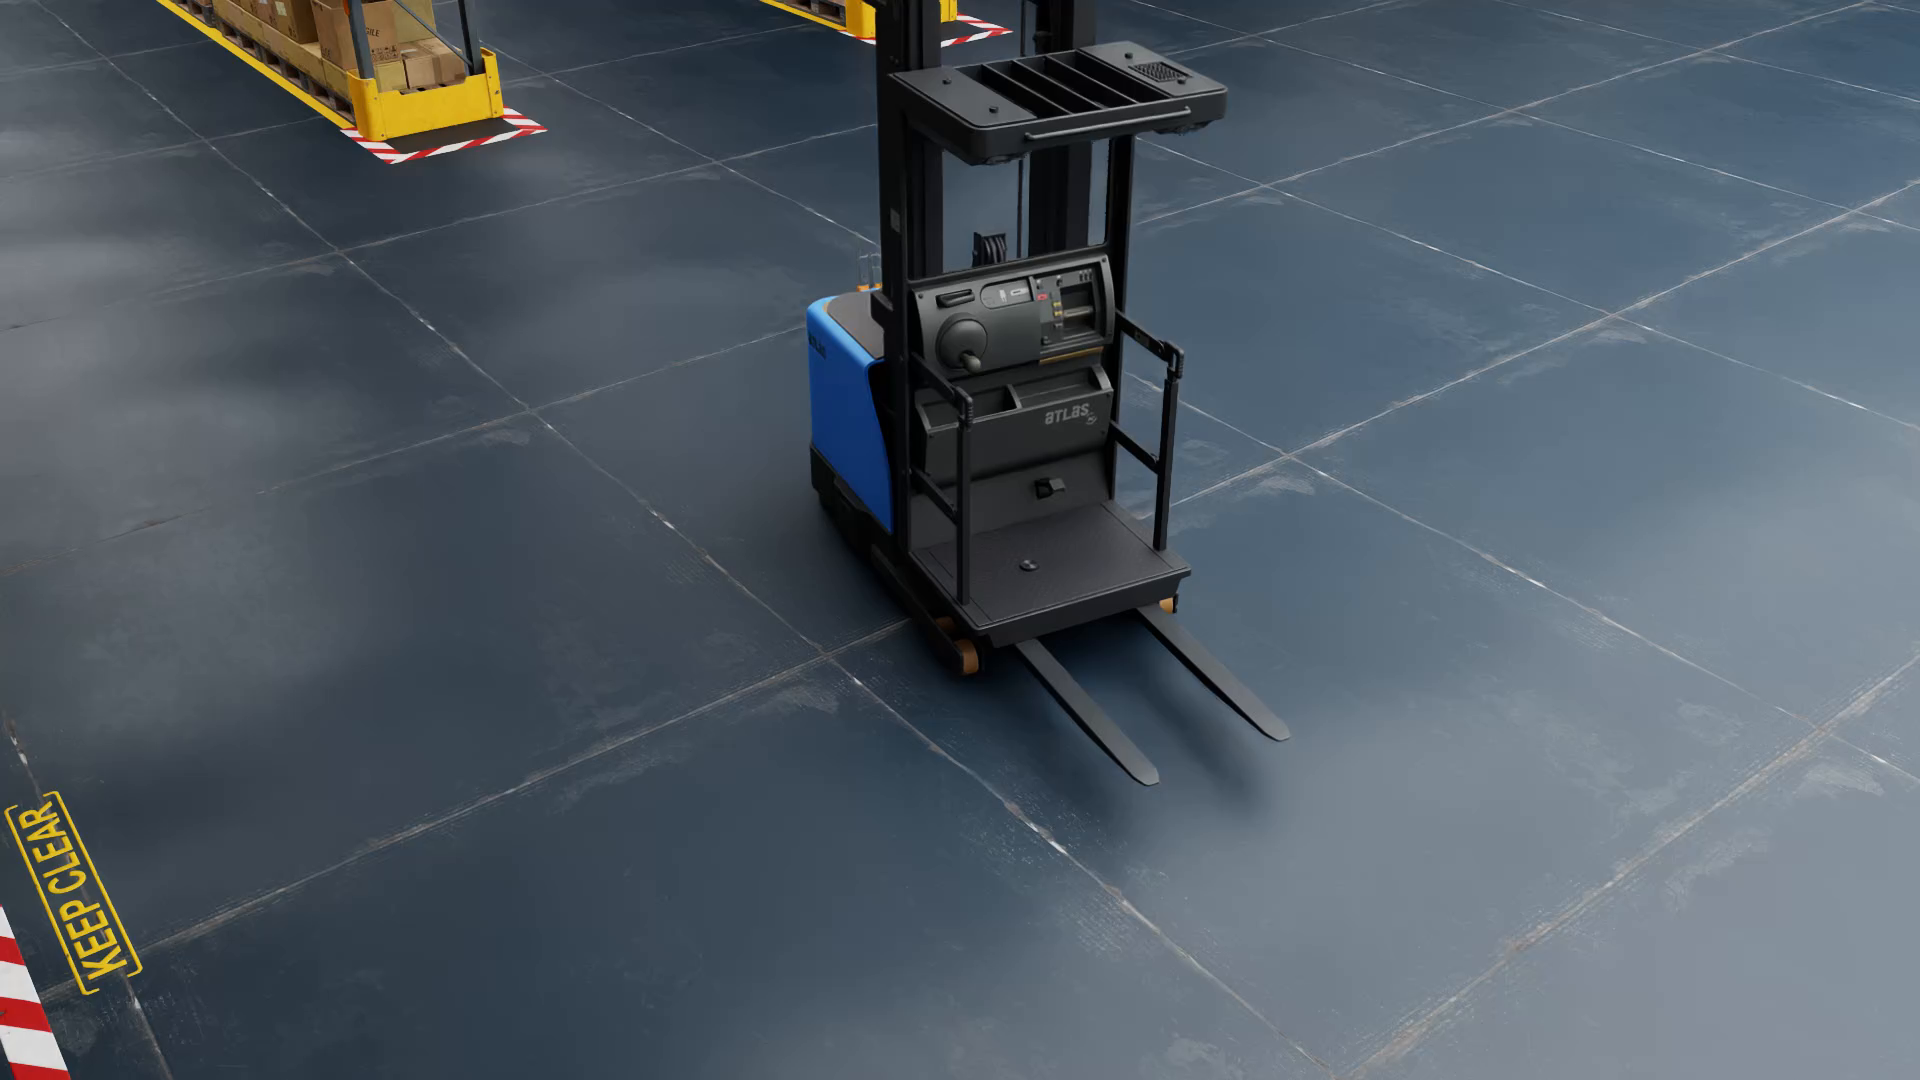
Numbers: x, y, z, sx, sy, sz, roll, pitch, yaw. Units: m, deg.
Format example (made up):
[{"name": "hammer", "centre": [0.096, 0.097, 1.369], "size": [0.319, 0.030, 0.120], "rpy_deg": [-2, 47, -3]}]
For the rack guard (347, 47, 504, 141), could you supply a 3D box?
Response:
[{"name": "rack guard", "centre": [-4.388, -3.679, 13.699], "size": [1.175, 0.500, 0.348], "rpy_deg": [-22, 38, -31]}]

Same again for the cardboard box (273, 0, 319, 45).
[{"name": "cardboard box", "centre": [-5.591, -4.619, 14.341], "size": [0.500, 0.500, 0.500], "rpy_deg": [-22, 38, -31]}]

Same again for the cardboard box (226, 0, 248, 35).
[{"name": "cardboard box", "centre": [-6.508, -4.926, 15.547], "size": [0.500, 0.250, 0.500], "rpy_deg": [-22, 38, -31]}]

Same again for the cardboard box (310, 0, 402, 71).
[{"name": "cardboard box", "centre": [-4.967, -4.207, 13.677], "size": [0.500, 0.500, 0.500], "rpy_deg": [-22, 38, -31]}]

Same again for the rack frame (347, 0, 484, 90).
[{"name": "rack frame", "centre": [-4.403, -4.750, 13.056], "size": [1.000, 3.000, 0.127], "rpy_deg": [-22, 38, -31]}]

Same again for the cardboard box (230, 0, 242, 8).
[{"name": "cardboard box", "centre": [-6.506, -5.246, 15.351], "size": [0.500, 0.500, 0.500], "rpy_deg": [-22, 38, -31]}]

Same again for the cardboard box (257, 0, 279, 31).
[{"name": "cardboard box", "centre": [-5.897, -4.827, 14.677], "size": [0.500, 0.500, 0.500], "rpy_deg": [-22, 38, -31]}]

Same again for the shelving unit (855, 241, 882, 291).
[{"name": "shelving unit", "centre": [-0.370, -0.970, 8.665], "size": [0.258, 1.200, 0.189], "rpy_deg": [-13, 31, -19]}]

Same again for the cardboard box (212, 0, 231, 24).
[{"name": "cardboard box", "centre": [-6.811, -5.136, 15.885], "size": [0.500, 0.250, 0.500], "rpy_deg": [-22, 38, -31]}]

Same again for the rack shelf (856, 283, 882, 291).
[{"name": "rack shelf", "centre": [-0.377, -1.246, 8.513], "size": [0.258, 0.103, 0.180], "rpy_deg": [-13, 31, -19]}]

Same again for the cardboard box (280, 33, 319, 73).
[{"name": "cardboard box", "centre": [-5.589, -4.301, 14.540], "size": [0.500, 0.250, 0.500], "rpy_deg": [-22, 38, -31]}]

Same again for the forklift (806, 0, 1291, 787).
[{"name": "forklift", "centre": [0.339, -0.914, 6.943], "size": [1.130, 2.935, 3.031], "rpy_deg": [-15, 35, -22]}]

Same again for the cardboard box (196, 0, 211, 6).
[{"name": "cardboard box", "centre": [-7.339, -5.507, 16.482], "size": [0.500, 0.250, 0.500], "rpy_deg": [-23, 38, -32]}]

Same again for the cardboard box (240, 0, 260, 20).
[{"name": "cardboard box", "centre": [-6.205, -5.035, 15.011], "size": [0.500, 0.500, 0.500], "rpy_deg": [-22, 38, -31]}]

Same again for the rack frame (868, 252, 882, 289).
[{"name": "rack frame", "centre": [-0.335, -0.929, 8.591], "size": [0.240, 1.200, 0.006], "rpy_deg": [-13, 31, -19]}]

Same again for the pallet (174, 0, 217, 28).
[{"name": "pallet", "centre": [-7.338, -5.527, 16.949], "size": [1.003, 0.211, 1.213], "rpy_deg": [-22, 38, -31]}]

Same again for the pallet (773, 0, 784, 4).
[{"name": "pallet", "centre": [-1.809, -6.032, 17.762], "size": [1.003, 0.211, 1.213], "rpy_deg": [-22, 38, -31]}]

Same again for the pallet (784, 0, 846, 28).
[{"name": "pallet", "centre": [-1.065, -5.524, 16.943], "size": [1.003, 0.211, 1.213], "rpy_deg": [-22, 38, -31]}]

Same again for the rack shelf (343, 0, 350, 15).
[{"name": "rack shelf", "centre": [-5.629, -5.278, 14.587], "size": [1.077, 0.370, 4.000], "rpy_deg": [-22, 38, -31]}]

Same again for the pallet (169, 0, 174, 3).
[{"name": "pallet", "centre": [-8.091, -6.036, 17.769], "size": [1.003, 0.211, 1.213], "rpy_deg": [-22, 38, -31]}]

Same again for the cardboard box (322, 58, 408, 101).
[{"name": "cardboard box", "centre": [-4.965, -3.889, 13.876], "size": [0.500, 0.250, 0.500], "rpy_deg": [-22, 38, -31]}]

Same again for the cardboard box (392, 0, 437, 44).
[{"name": "cardboard box", "centre": [-4.864, -4.583, 14.283], "size": [0.500, 0.500, 0.500], "rpy_deg": [-22, 38, -31]}]

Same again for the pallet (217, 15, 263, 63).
[{"name": "pallet", "centre": [-6.401, -4.888, 15.920], "size": [1.003, 0.211, 1.213], "rpy_deg": [-22, 38, -31]}]

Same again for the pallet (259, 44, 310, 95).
[{"name": "pallet", "centre": [-5.649, -4.379, 15.101], "size": [1.003, 0.211, 1.213], "rpy_deg": [-22, 38, -31]}]

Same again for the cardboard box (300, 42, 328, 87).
[{"name": "cardboard box", "centre": [-5.281, -4.093, 14.205], "size": [0.500, 0.250, 0.500], "rpy_deg": [-22, 38, -31]}]

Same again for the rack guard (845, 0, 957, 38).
[{"name": "rack guard", "centre": [-0.572, -5.306, 16.319], "size": [1.175, 0.500, 0.348], "rpy_deg": [-22, 38, -31]}]

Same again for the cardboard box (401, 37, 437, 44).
[{"name": "cardboard box", "centre": [-4.865, -4.263, 14.480], "size": [0.500, 0.250, 0.500], "rpy_deg": [-22, 38, -31]}]

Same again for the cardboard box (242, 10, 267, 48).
[{"name": "cardboard box", "centre": [-6.206, -4.716, 15.209], "size": [0.500, 0.250, 0.500], "rpy_deg": [-22, 38, -31]}]

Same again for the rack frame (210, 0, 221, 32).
[{"name": "rack frame", "centre": [-6.856, -6.417, 15.740], "size": [1.000, 3.000, 0.127], "rpy_deg": [-22, 38, -31]}]

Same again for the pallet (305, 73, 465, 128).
[{"name": "pallet", "centre": [-4.905, -3.871, 14.283], "size": [1.003, 0.211, 1.213], "rpy_deg": [-22, 38, -31]}]

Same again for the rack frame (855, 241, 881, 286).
[{"name": "rack frame", "centre": [-0.406, -1.010, 8.739], "size": [0.240, 1.200, 0.006], "rpy_deg": [-13, 31, -19]}]

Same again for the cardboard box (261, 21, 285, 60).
[{"name": "cardboard box", "centre": [-5.894, -4.510, 14.876], "size": [0.500, 0.250, 0.500], "rpy_deg": [-22, 38, -31]}]

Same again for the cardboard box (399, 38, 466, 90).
[{"name": "cardboard box", "centre": [-4.556, -4.056, 14.146], "size": [0.500, 0.250, 0.500], "rpy_deg": [-22, 38, -31]}]
